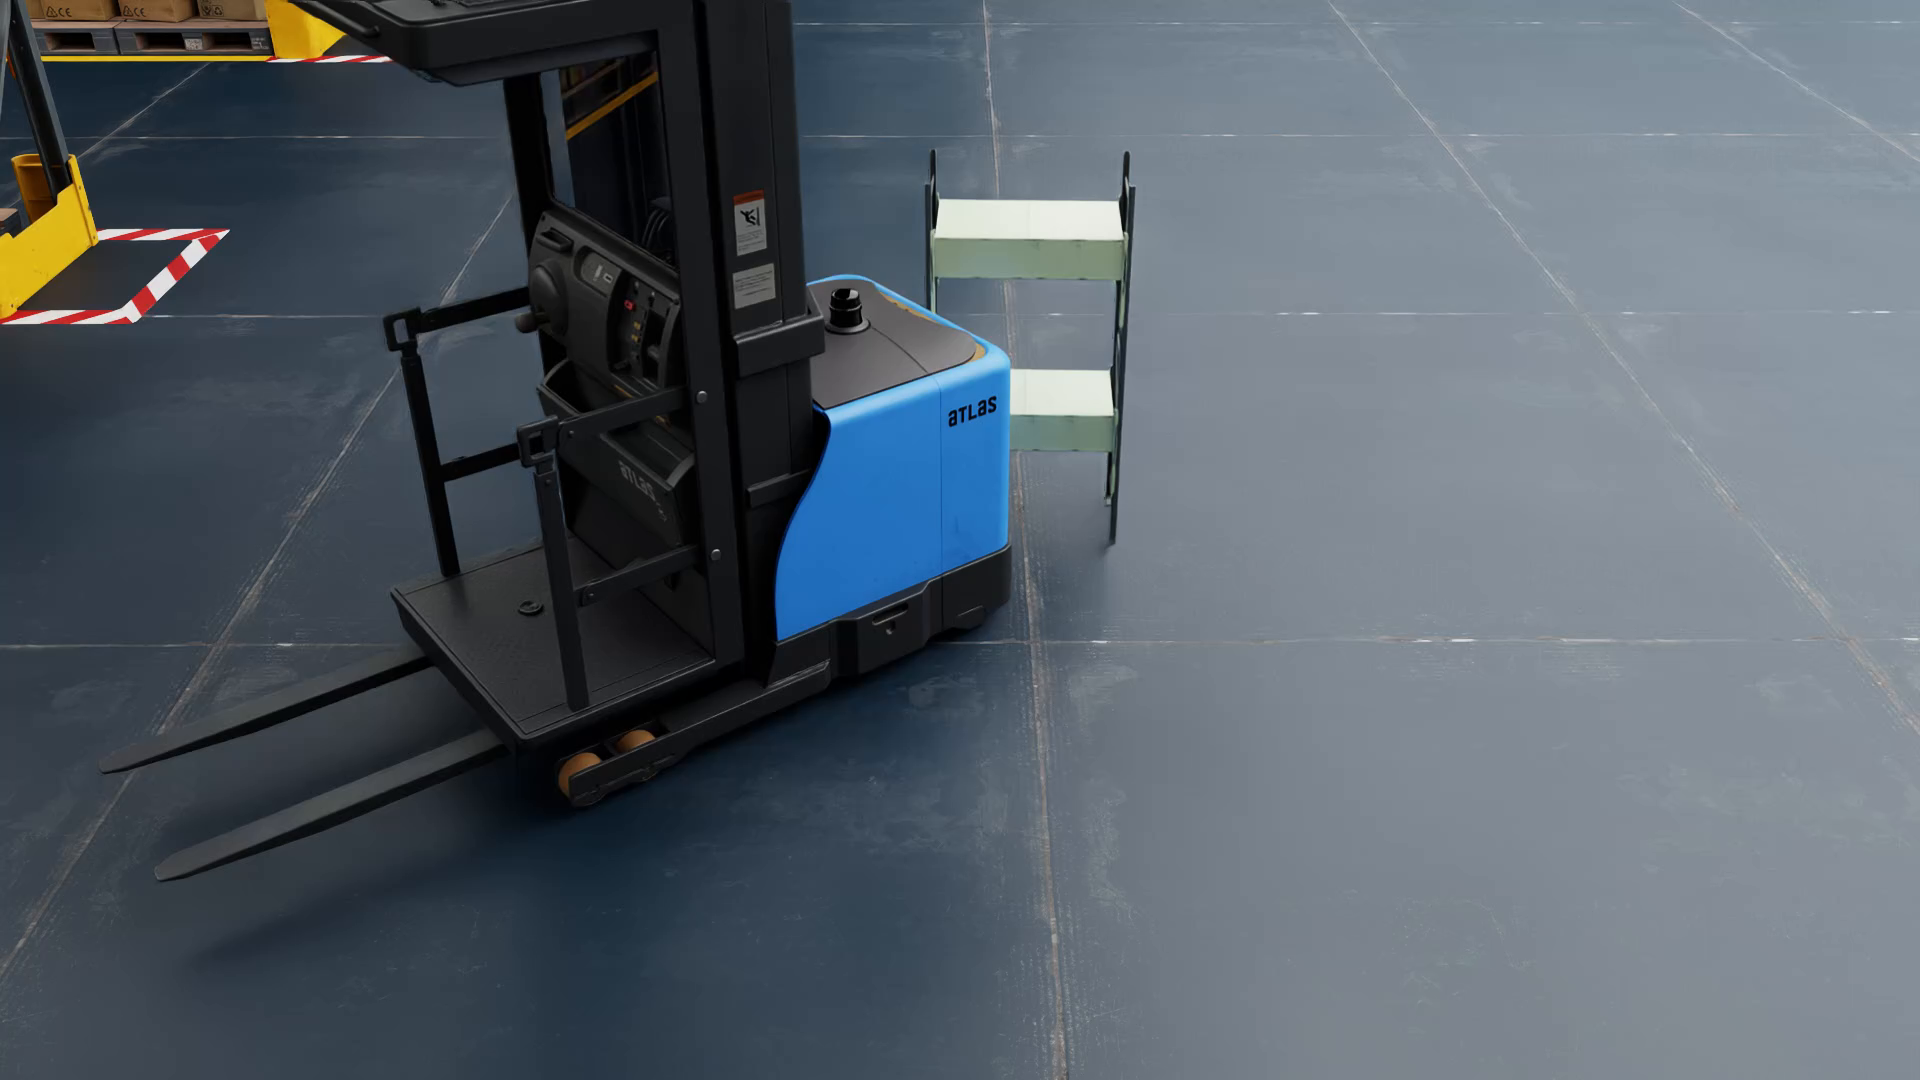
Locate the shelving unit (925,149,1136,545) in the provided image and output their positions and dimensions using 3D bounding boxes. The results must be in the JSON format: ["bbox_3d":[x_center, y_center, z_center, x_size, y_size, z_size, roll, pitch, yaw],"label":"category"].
[{"bbox_3d":[0.257,-0.732,6.511,0.755,1.500,0.431,1,31,2],"label":"shelving unit"}]

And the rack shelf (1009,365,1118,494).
[{"bbox_3d":[0.257,-0.453,6.680,0.720,0.370,0.431,1,31,2],"label":"rack shelf"}]

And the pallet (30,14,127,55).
[{"bbox_3d":[-7.191,-4.140,13.370,1.213,0.211,1.003,0,31,0],"label":"pallet"}]

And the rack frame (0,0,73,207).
[{"bbox_3d":[-5.055,-2.750,8.391,0.127,3.000,1.000,0,31,0],"label":"rack frame"}]

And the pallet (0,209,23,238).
[{"bbox_3d":[-5.943,-1.533,9.074,1.213,0.211,1.003,0,31,0],"label":"pallet"}]

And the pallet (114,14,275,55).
[{"bbox_3d":[-5.974,-4.143,13.374,1.213,0.211,1.003,0,31,0],"label":"pallet"}]

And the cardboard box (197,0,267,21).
[{"bbox_3d":[-5.710,-4.437,13.176,0.500,0.500,0.500,5,32,9],"label":"cardboard box"}]

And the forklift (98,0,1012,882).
[{"bbox_3d":[-1.284,-0.711,5.096,3.031,2.935,1.130,-22,38,-32],"label":"forklift"}]

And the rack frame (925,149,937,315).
[{"bbox_3d":[-0.109,-0.738,6.521,0.023,1.500,0.400,1,31,2],"label":"rack frame"}]

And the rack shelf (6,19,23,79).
[{"bbox_3d":[-7.055,-2.436,8.567,4.000,0.370,1.077,0,31,0],"label":"rack shelf"}]

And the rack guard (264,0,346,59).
[{"bbox_3d":[-5.161,-4.250,13.273,0.348,0.500,1.175,0,31,0],"label":"rack guard"}]

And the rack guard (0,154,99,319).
[{"bbox_3d":[-5.131,-1.657,8.999,0.348,0.500,1.175,0,31,0],"label":"rack guard"}]

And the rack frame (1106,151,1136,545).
[{"bbox_3d":[0.623,-0.726,6.500,0.023,1.500,0.400,1,31,2],"label":"rack frame"}]

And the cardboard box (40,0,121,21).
[{"bbox_3d":[-6.933,-4.425,13.156,0.500,0.500,0.500,3,31,4],"label":"cardboard box"}]

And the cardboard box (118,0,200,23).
[{"bbox_3d":[-6.307,-4.417,13.143,0.500,0.500,0.500,8,32,13],"label":"cardboard box"}]

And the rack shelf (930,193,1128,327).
[{"bbox_3d":[0.257,-1.066,6.308,0.720,0.370,0.431,1,31,2],"label":"rack shelf"}]

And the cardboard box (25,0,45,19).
[{"bbox_3d":[-7.492,-4.446,13.192,0.500,0.500,0.500,-3,31,-5],"label":"cardboard box"}]
